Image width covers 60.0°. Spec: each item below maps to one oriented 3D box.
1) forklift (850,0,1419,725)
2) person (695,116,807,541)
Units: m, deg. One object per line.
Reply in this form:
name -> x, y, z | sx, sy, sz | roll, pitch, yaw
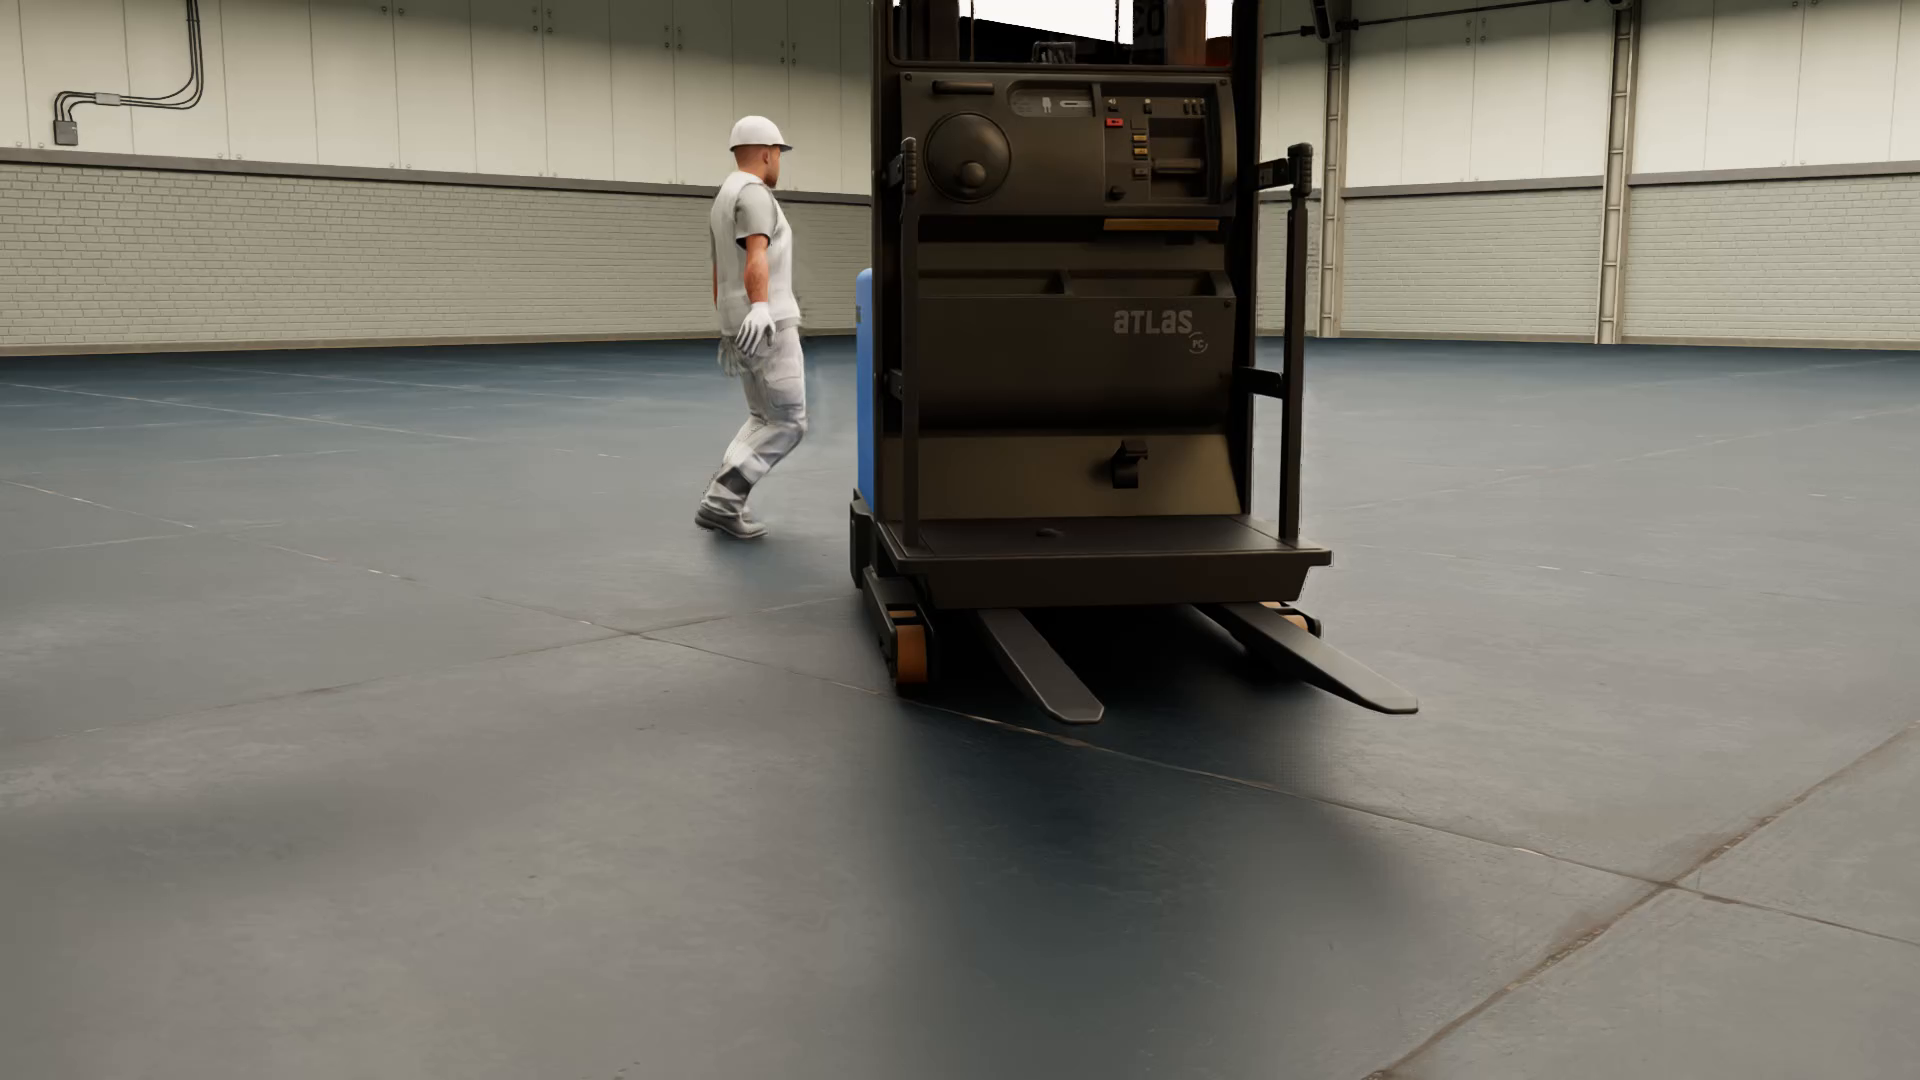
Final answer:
forklift -> 0.330, -1.128, 4.364 | 1.130, 2.935, 3.031 | -1, 9, -7
person -> -0.875, -0.868, 6.769 | 0.496, 1.702, 0.894 | -3, 9, -19
